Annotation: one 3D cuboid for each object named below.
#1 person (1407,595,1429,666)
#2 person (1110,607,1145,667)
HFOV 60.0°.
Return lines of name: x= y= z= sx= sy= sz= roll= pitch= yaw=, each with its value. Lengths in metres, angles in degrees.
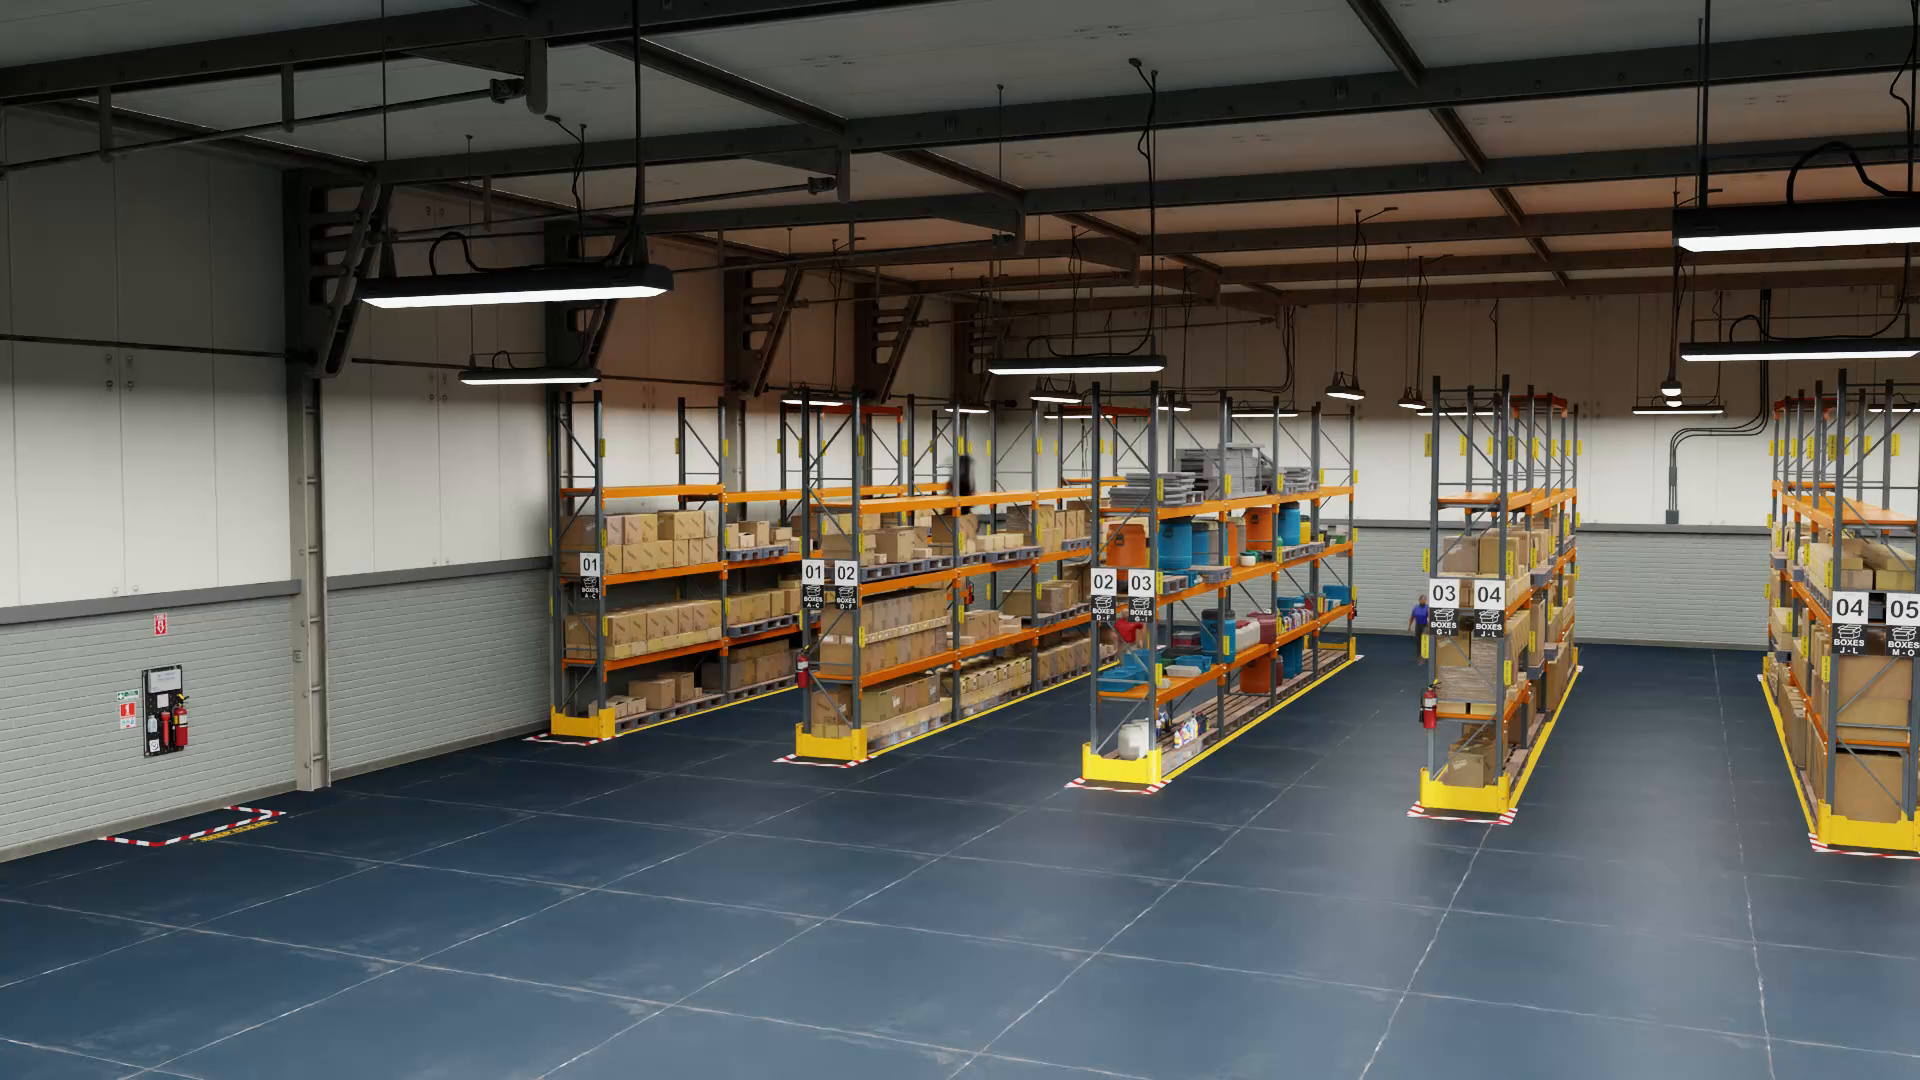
person: x=10.683 y=2.069 z=38.554 sx=0.617 sy=1.617 sz=0.833 roll=3 pitch=4 yaw=40
person: x=3.420 y=2.257 z=34.083 sx=0.641 sy=1.792 sz=0.887 roll=1 pitch=3 yaw=22
